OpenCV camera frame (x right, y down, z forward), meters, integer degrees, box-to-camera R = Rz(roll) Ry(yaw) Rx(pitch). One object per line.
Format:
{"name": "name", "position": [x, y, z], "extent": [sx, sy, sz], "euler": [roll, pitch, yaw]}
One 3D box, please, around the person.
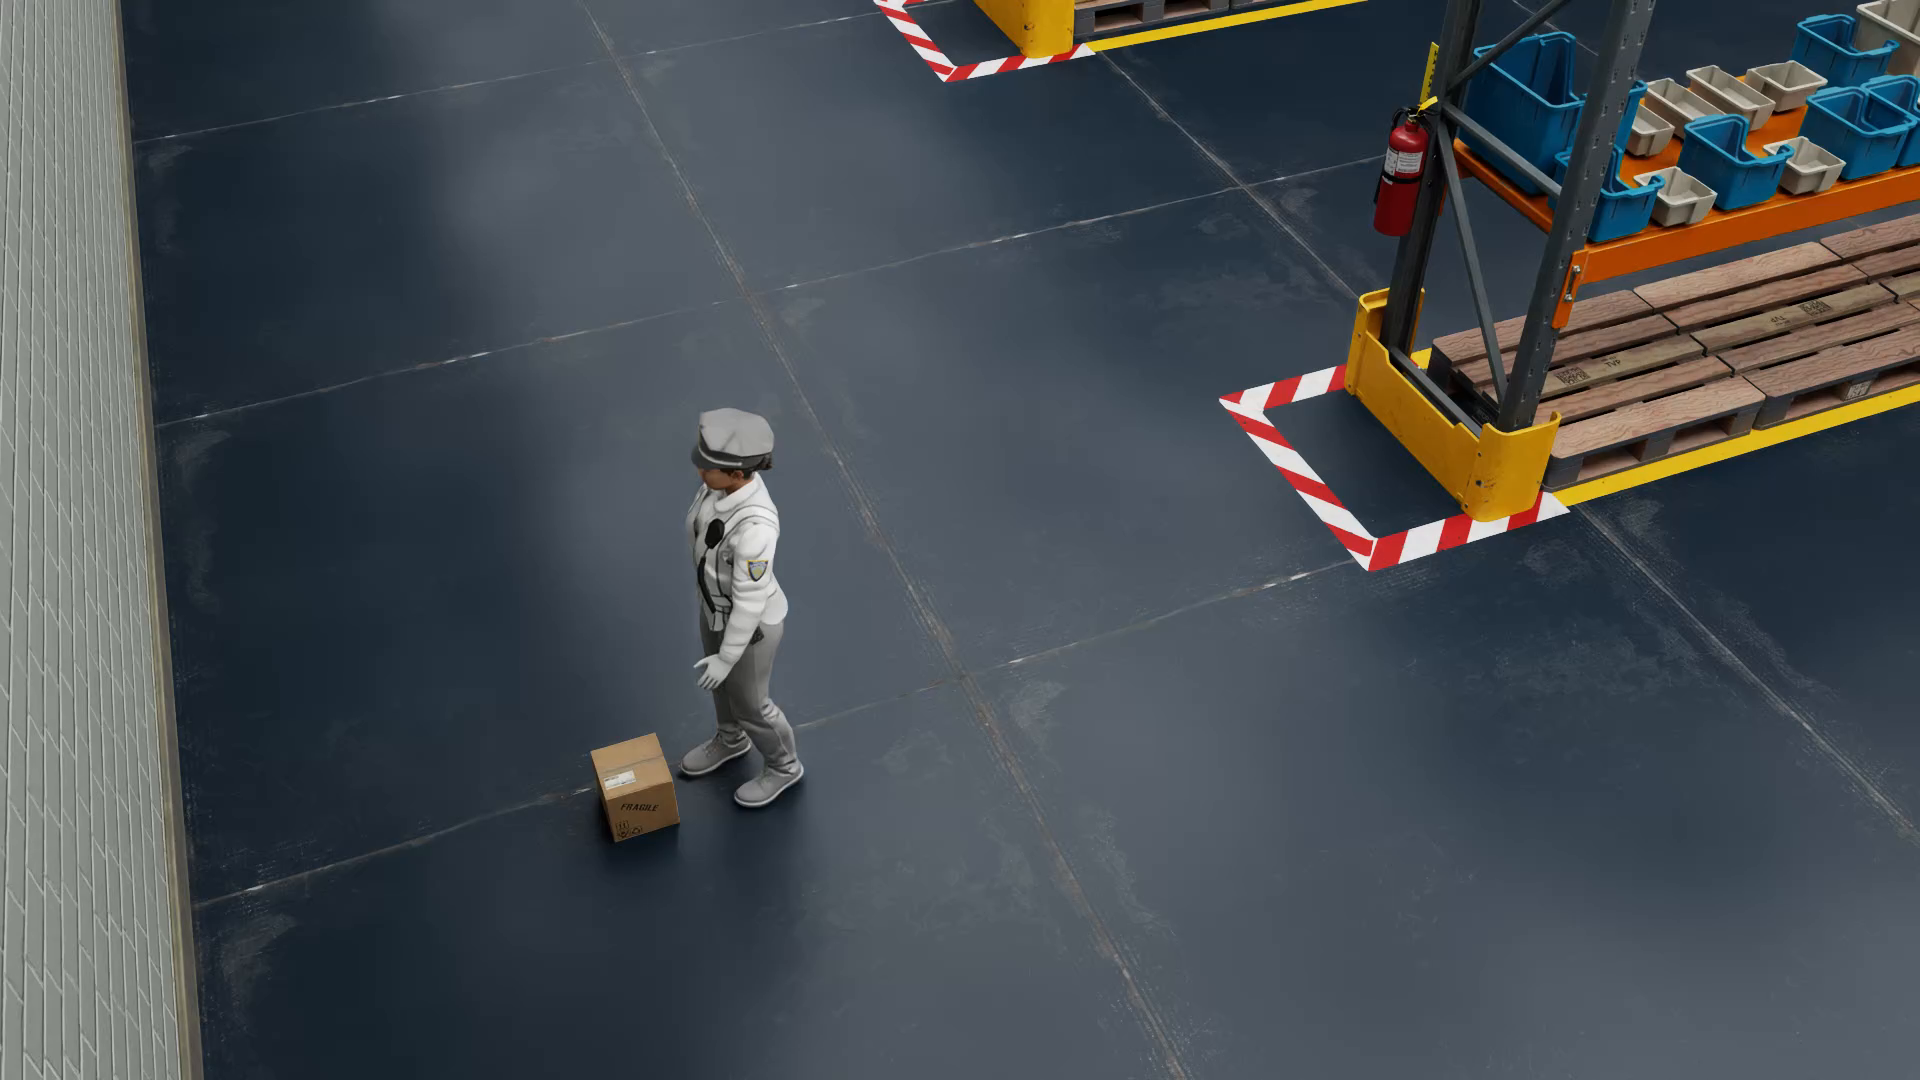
{"name": "person", "position": [-0.817, 0.275, 5.828], "extent": [0.457, 1.691, 0.520], "euler": [-16, 44, -17]}
